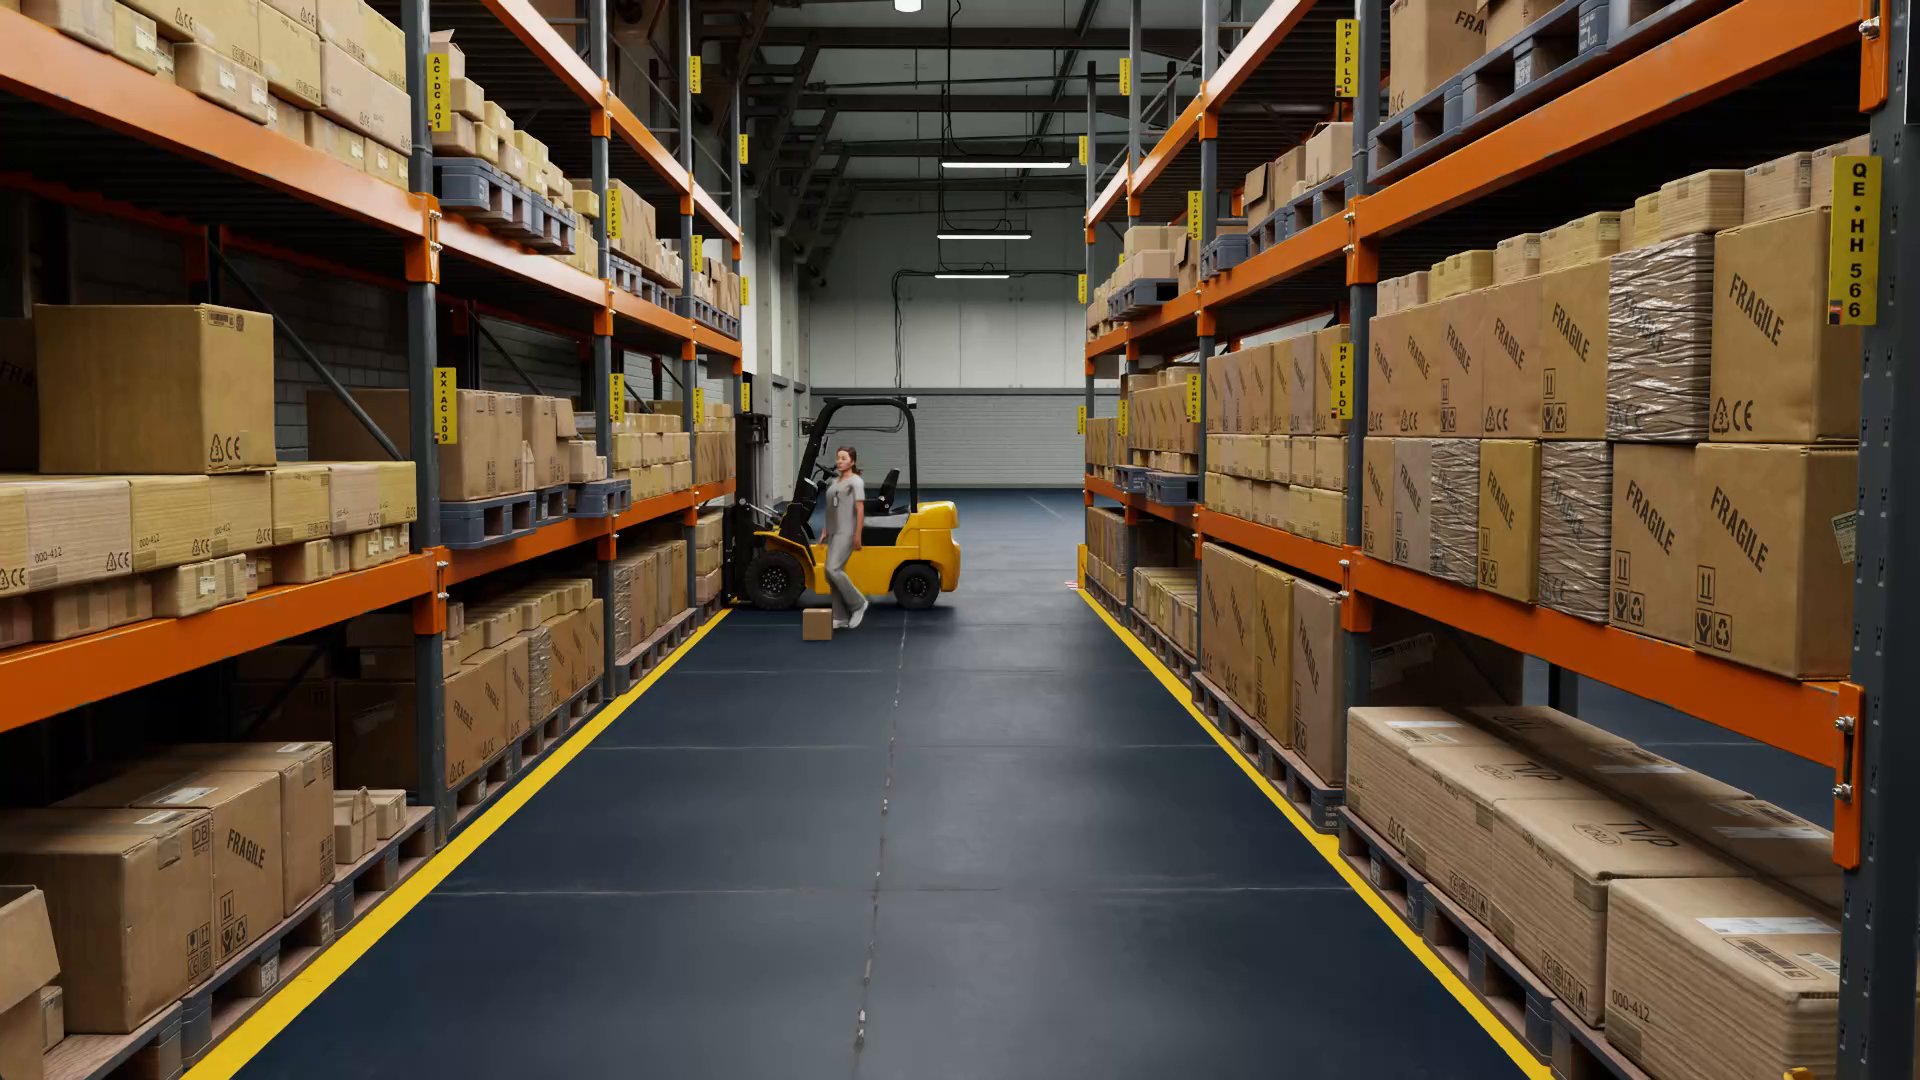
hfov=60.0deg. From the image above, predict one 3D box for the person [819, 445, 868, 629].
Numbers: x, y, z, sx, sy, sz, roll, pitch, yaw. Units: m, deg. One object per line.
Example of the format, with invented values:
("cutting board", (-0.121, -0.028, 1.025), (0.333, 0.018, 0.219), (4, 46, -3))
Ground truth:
("person", (-1.083, -0.016, 15.067), (0.461, 1.644, 0.454), (-3, 5, -34))
